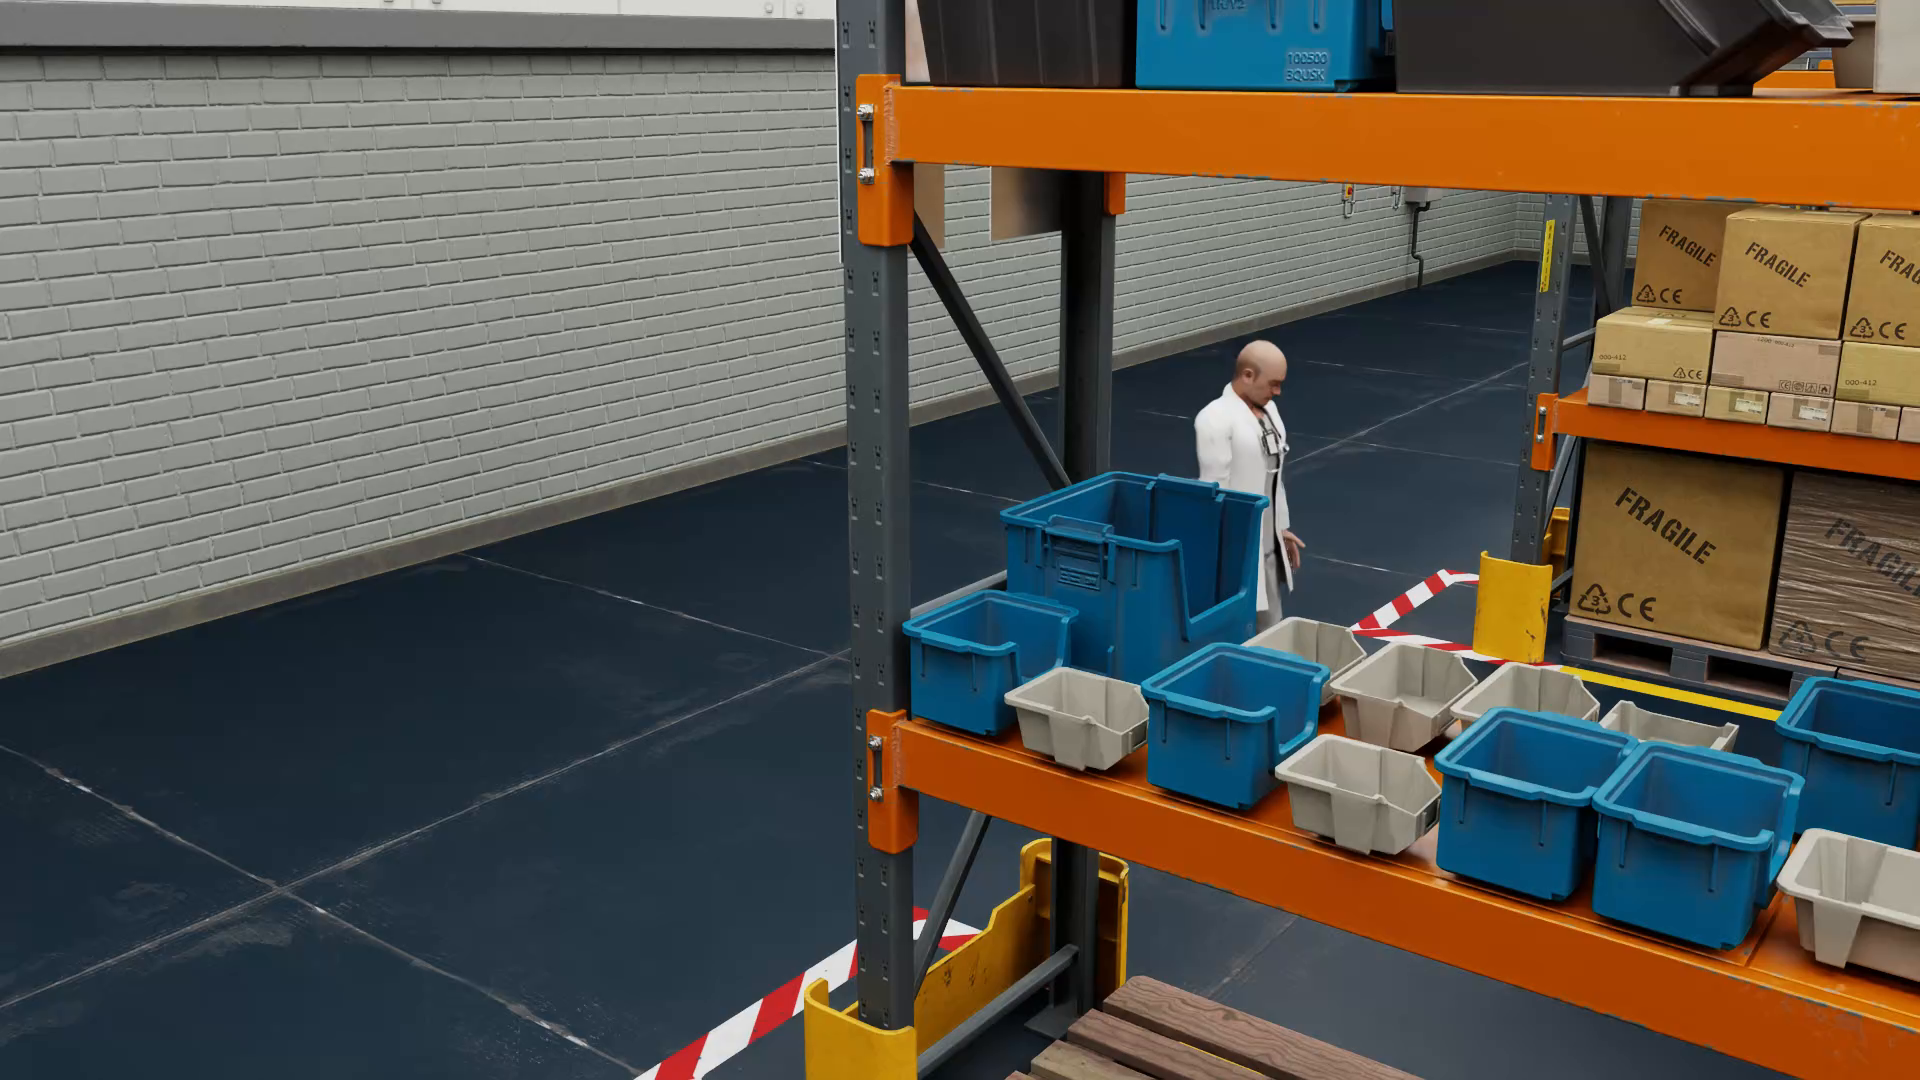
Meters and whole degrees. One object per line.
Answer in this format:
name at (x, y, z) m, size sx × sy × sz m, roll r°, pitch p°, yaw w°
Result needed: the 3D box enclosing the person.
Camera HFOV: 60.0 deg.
person at (1.201, 0.038, 6.979) m, size 0.378 × 1.761 × 0.569 m, roll 12°, pitch 20°, yaw 36°
